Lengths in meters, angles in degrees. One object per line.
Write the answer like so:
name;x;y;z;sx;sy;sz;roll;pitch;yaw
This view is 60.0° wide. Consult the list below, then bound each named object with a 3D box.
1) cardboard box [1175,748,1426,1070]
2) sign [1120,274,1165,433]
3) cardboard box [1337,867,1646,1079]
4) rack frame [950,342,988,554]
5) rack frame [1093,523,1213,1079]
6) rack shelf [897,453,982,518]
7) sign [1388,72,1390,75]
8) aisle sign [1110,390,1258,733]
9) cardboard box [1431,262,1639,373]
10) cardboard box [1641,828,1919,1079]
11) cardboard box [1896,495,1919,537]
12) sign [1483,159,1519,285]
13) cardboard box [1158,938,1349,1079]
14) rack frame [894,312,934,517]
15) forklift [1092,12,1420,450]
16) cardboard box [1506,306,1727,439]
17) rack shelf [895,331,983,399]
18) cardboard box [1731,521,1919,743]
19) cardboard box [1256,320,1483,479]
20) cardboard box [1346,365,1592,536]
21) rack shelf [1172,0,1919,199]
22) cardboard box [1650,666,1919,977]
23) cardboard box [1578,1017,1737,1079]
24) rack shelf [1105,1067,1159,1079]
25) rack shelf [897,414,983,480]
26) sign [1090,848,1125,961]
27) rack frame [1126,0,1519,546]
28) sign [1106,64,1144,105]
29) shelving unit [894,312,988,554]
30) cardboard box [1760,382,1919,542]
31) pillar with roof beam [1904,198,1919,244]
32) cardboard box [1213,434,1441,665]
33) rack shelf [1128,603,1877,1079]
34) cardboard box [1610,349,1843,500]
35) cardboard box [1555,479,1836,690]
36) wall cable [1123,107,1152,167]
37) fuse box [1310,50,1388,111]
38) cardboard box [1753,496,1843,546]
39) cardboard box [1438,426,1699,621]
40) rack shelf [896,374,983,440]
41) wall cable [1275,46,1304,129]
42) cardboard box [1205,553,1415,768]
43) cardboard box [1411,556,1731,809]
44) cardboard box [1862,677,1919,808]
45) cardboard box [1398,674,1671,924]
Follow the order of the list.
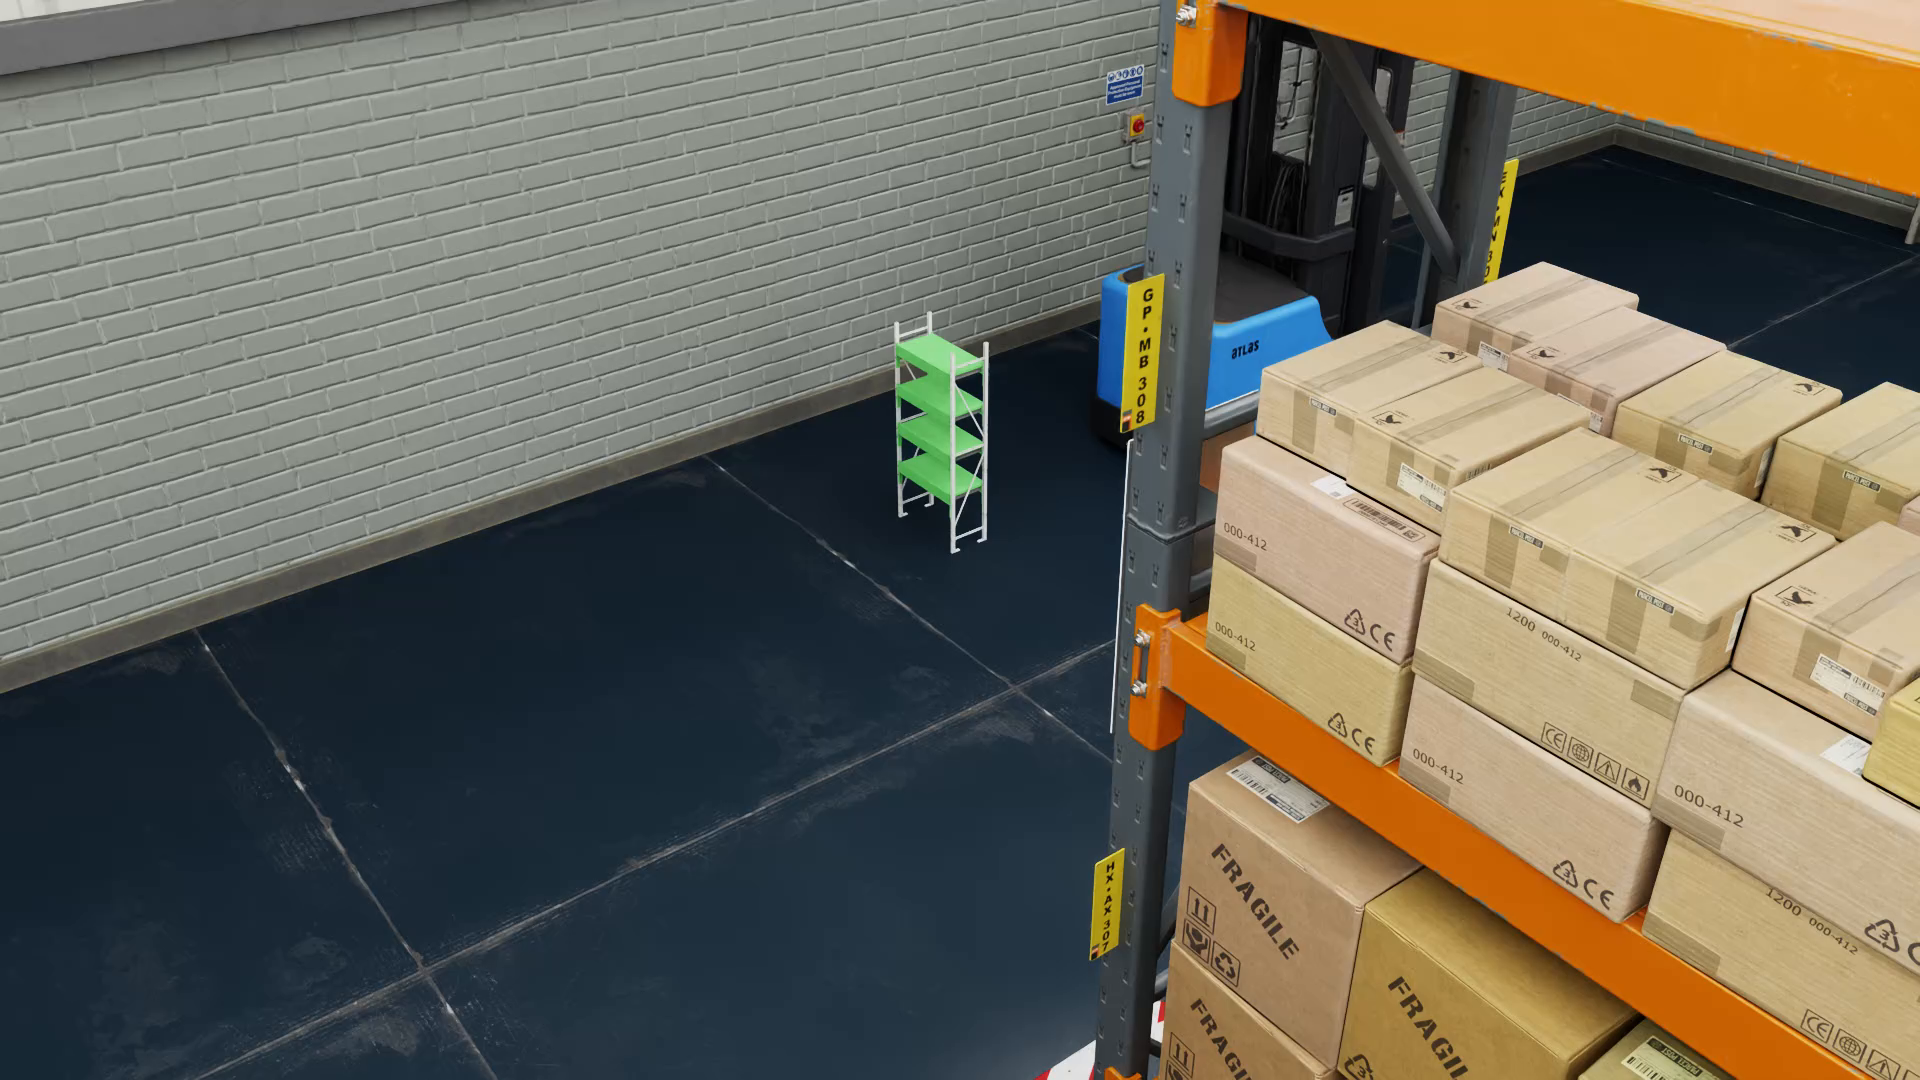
cardboard box;0.861;0.778;3.831;0.500;0.500;0.500;-23;38;-32
sign;0.367;-0.372;3.334;0.100;0.325;0.005;-22;38;-31
cardboard box;1.176;0.986;3.495;0.500;0.500;0.500;-21;38;-30
rack frame;0.048;-0.477;8.881;0.240;1.200;0.015;-22;38;-31
rack frame;0.796;1.098;4.639;1.000;3.000;0.127;-22;38;-31
rack shelf;-0.102;-0.321;9.205;0.258;0.148;0.480;-22;38;-31
sign;3.180;-3.713;12.475;0.329;0.494;0.001;-22;38;-31
aisle sign;0.514;0.060;3.846;0.394;0.787;0.004;-22;38;-31
cardboard box;1.232;-0.451;3.580;0.380;0.149;0.250;-23;38;-32
cardboard box;1.515;0.589;2.758;0.500;0.250;0.500;-24;39;-33
cardboard box;1.819;-0.009;2.869;0.380;0.149;0.250;-23;39;-32
sign;1.247;-0.723;3.890;0.100;0.325;0.005;-22;38;-31
cardboard box;0.853;1.206;4.089;0.500;0.500;0.500;-20;37;-29
rack frame;-0.251;-0.680;9.208;0.240;1.200;0.015;-22;38;-31
forklift;2.295;-2.142;9.922;3.031;2.935;1.130;-22;38;-31
cardboard box;1.323;-0.323;3.375;0.380;0.149;0.250;-22;38;-31
rack shelf;-0.101;-0.932;8.825;0.258;0.148;0.480;-22;38;-31
cardboard box;1.455;0.138;2.632;0.380;0.149;0.250;-21;38;-30
cardboard box;0.815;-0.285;3.314;0.380;0.149;0.250;-23;38;-32
cardboard box;0.957;-0.174;3.134;0.380;0.149;0.250;-21;37;-30
rack shelf;2.022;-0.310;1.905;1.077;0.370;4.000;-22;38;-31
cardboard box;1.481;0.374;2.630;0.500;0.250;0.500;-22;38;-31
cardboard box;1.477;1.210;3.135;0.500;0.500;0.500;-23;39;-32
rack shelf;2.022;2.237;3.487;1.077;0.370;4.000;-22;38;-31
rack shelf;-0.102;-0.524;9.078;0.258;0.148;0.480;-22;38;-31
sign;0.367;0.906;4.128;0.100;0.325;0.005;-22;38;-31
rack frame;0.796;-1.450;3.056;1.000;3.000;0.127;-22;38;-31
sign;1.092;-3.013;11.001;0.327;0.218;0.001;-22;38;-31
shelving unit;-0.102;-0.579;9.045;0.258;1.200;0.503;-22;38;-31
cardboard box;1.711;-0.134;3.071;0.380;0.149;0.250;-22;38;-31
pillar with roof beam;4.221;-4.724;8.327;9.100;9.000;0.400;-22;38;-31
cardboard box;0.866;-0.054;3.319;0.500;0.250;0.500;-22;38;-31
rack shelf;2.022;0.963;2.695;1.077;0.370;4.000;-22;38;-31
cardboard box;1.464;-0.209;3.192;0.380;0.149;0.250;-24;39;-33
cardboard box;1.214;0.065;2.750;0.380;0.149;0.250;-22;38;-31
wall cable;1.168;-3.333;10.780;0.585;1.953;0.123;-22;38;-31
fuse box;2.917;-2.959;12.393;0.539;1.711;0.414;-22;38;-31
cardboard box;1.594;-0.002;3.236;0.500;0.250;0.500;-23;39;-33
cardboard box;1.066;-0.037;2.913;0.380;0.149;0.250;-22;38;-31
rack shelf;-0.102;-0.728;8.952;0.258;0.148;0.480;-22;38;-31
wall cable;2.281;-3.783;11.535;0.588;1.984;0.122;-22;38;-31
cardboard box;0.869;0.157;3.453;0.500;0.250;0.500;-21;37;-30
cardboard box;1.181;0.159;2.975;0.500;0.250;0.500;-23;38;-32
cardboard box;1.542;0.279;2.406;0.380;0.149;0.250;-21;38;-30
cardboard box;1.189;0.378;3.097;0.500;0.250;0.500;-21;37;-30
